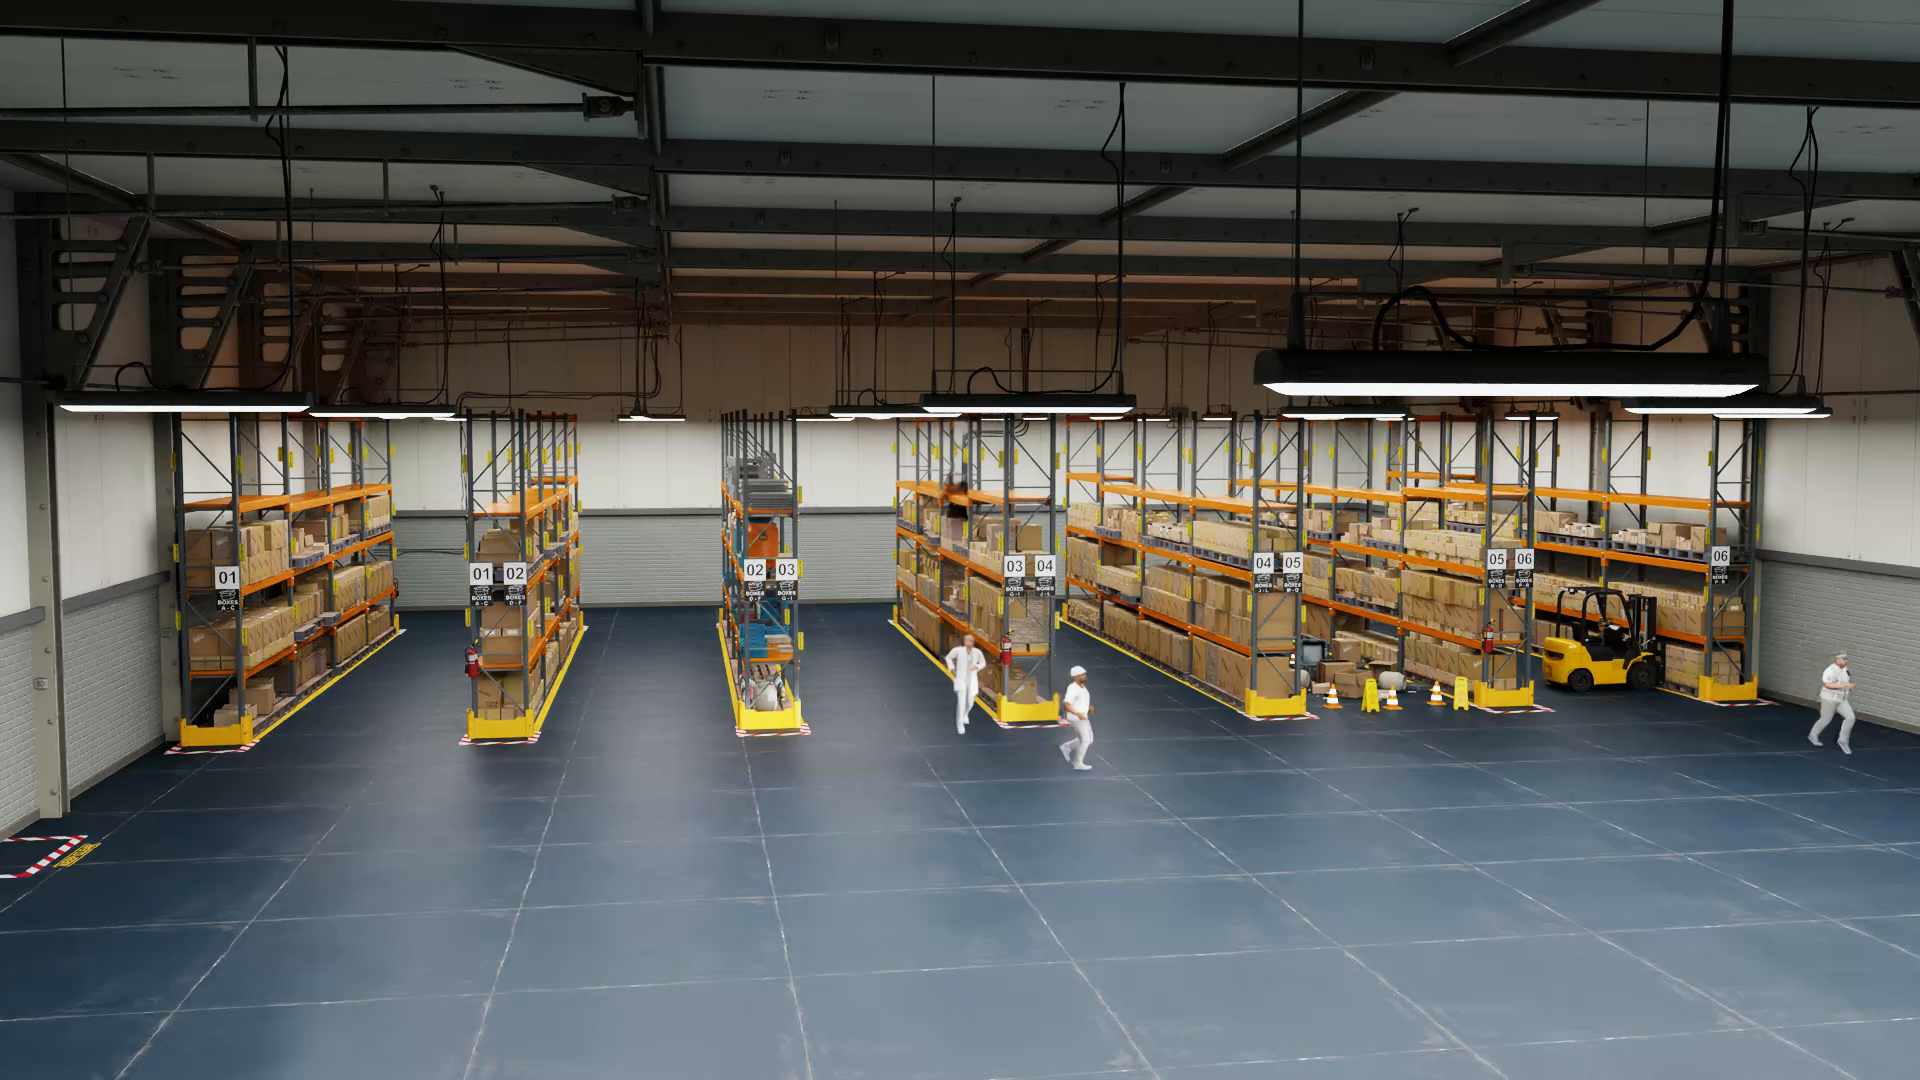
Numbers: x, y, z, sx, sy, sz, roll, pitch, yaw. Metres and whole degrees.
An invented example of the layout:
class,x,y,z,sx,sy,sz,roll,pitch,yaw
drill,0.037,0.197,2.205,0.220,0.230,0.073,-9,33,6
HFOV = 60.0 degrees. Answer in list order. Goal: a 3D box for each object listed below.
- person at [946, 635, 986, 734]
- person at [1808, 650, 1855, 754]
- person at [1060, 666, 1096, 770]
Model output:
class,x,y,z,sx,sy,sz,roll,pitch,yaw
person,0.143,2.663,31.218,0.715,1.777,1.063,-1,4,-18
person,15.311,2.822,29.148,0.687,1.833,0.847,-2,4,-26
person,1.915,2.941,27.506,0.589,1.722,0.686,1,4,20
